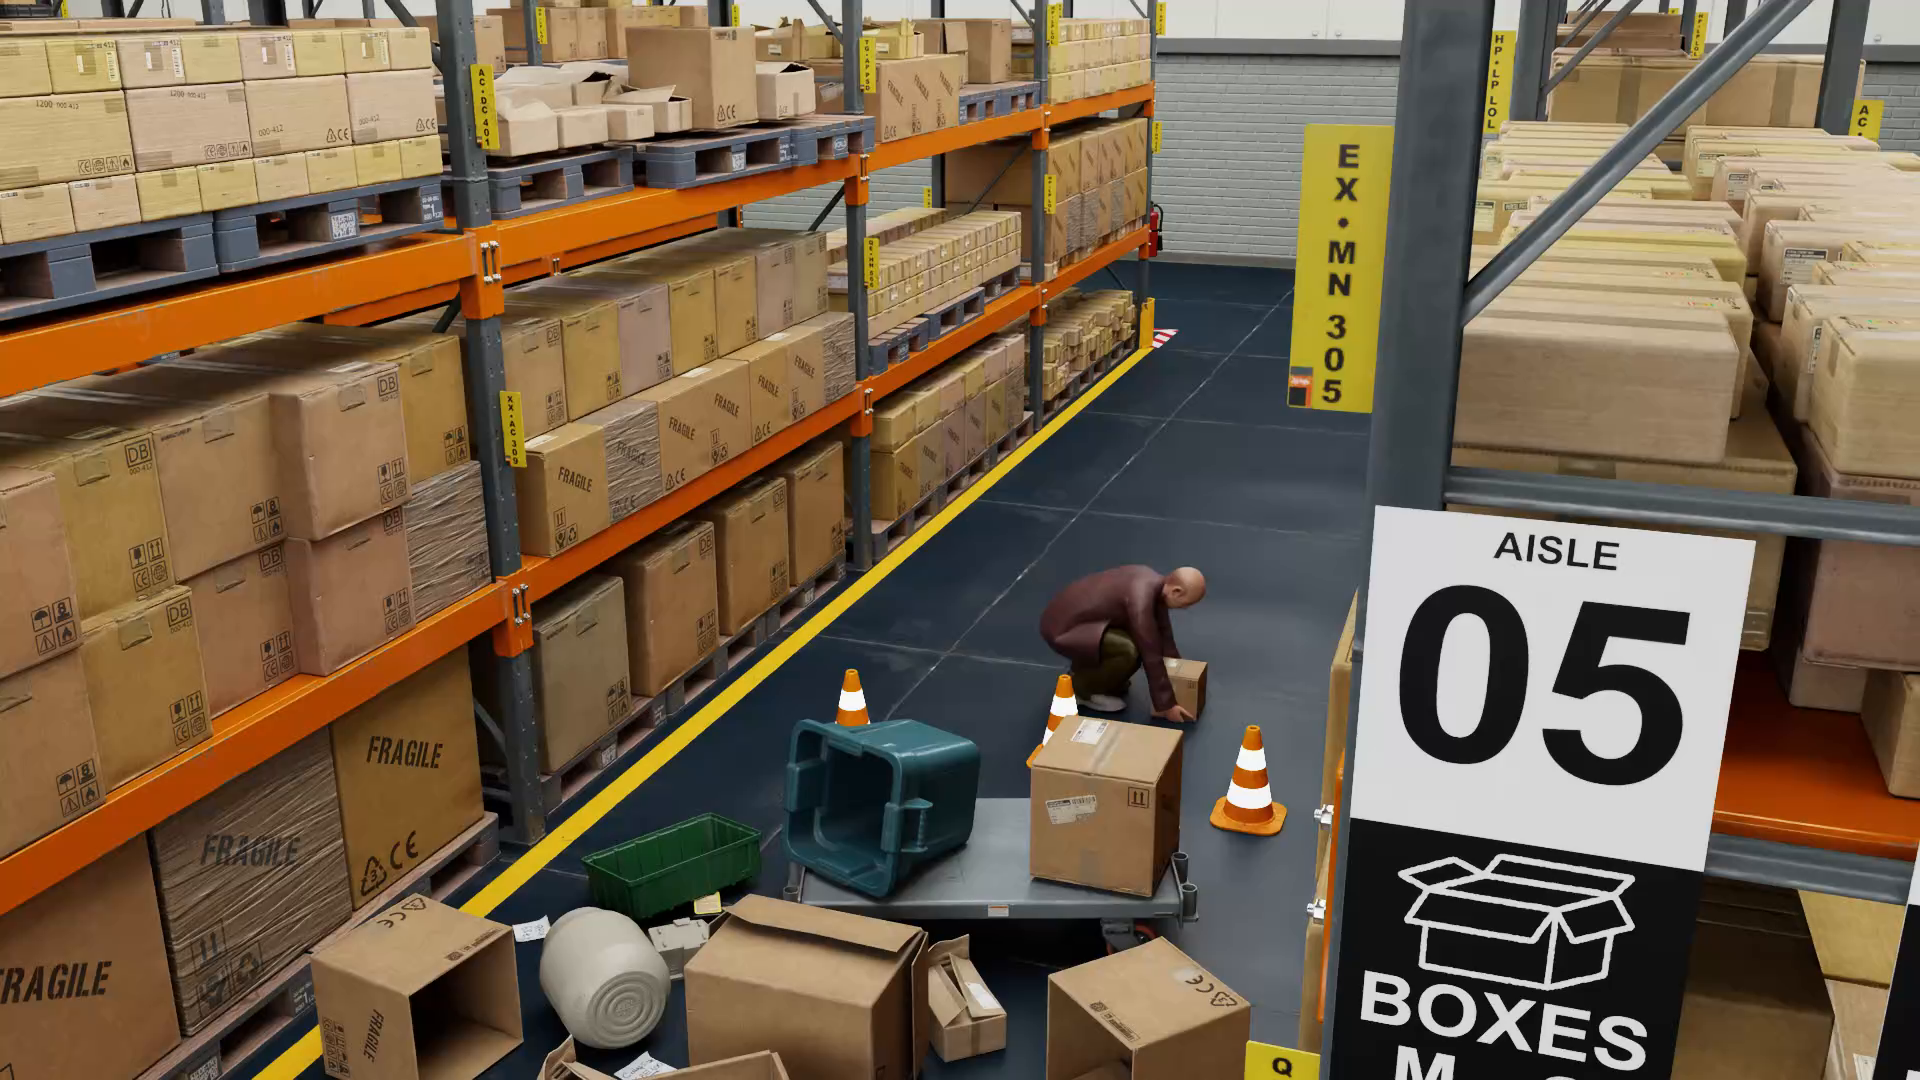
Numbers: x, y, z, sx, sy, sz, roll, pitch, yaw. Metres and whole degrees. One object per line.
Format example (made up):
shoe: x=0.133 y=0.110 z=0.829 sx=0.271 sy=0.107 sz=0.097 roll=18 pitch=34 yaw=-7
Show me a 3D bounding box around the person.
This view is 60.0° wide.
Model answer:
person: x=0.877 y=0.569 z=9.111 sx=0.904 sy=0.857 sz=0.579 roll=6 pitch=19 yaw=18
